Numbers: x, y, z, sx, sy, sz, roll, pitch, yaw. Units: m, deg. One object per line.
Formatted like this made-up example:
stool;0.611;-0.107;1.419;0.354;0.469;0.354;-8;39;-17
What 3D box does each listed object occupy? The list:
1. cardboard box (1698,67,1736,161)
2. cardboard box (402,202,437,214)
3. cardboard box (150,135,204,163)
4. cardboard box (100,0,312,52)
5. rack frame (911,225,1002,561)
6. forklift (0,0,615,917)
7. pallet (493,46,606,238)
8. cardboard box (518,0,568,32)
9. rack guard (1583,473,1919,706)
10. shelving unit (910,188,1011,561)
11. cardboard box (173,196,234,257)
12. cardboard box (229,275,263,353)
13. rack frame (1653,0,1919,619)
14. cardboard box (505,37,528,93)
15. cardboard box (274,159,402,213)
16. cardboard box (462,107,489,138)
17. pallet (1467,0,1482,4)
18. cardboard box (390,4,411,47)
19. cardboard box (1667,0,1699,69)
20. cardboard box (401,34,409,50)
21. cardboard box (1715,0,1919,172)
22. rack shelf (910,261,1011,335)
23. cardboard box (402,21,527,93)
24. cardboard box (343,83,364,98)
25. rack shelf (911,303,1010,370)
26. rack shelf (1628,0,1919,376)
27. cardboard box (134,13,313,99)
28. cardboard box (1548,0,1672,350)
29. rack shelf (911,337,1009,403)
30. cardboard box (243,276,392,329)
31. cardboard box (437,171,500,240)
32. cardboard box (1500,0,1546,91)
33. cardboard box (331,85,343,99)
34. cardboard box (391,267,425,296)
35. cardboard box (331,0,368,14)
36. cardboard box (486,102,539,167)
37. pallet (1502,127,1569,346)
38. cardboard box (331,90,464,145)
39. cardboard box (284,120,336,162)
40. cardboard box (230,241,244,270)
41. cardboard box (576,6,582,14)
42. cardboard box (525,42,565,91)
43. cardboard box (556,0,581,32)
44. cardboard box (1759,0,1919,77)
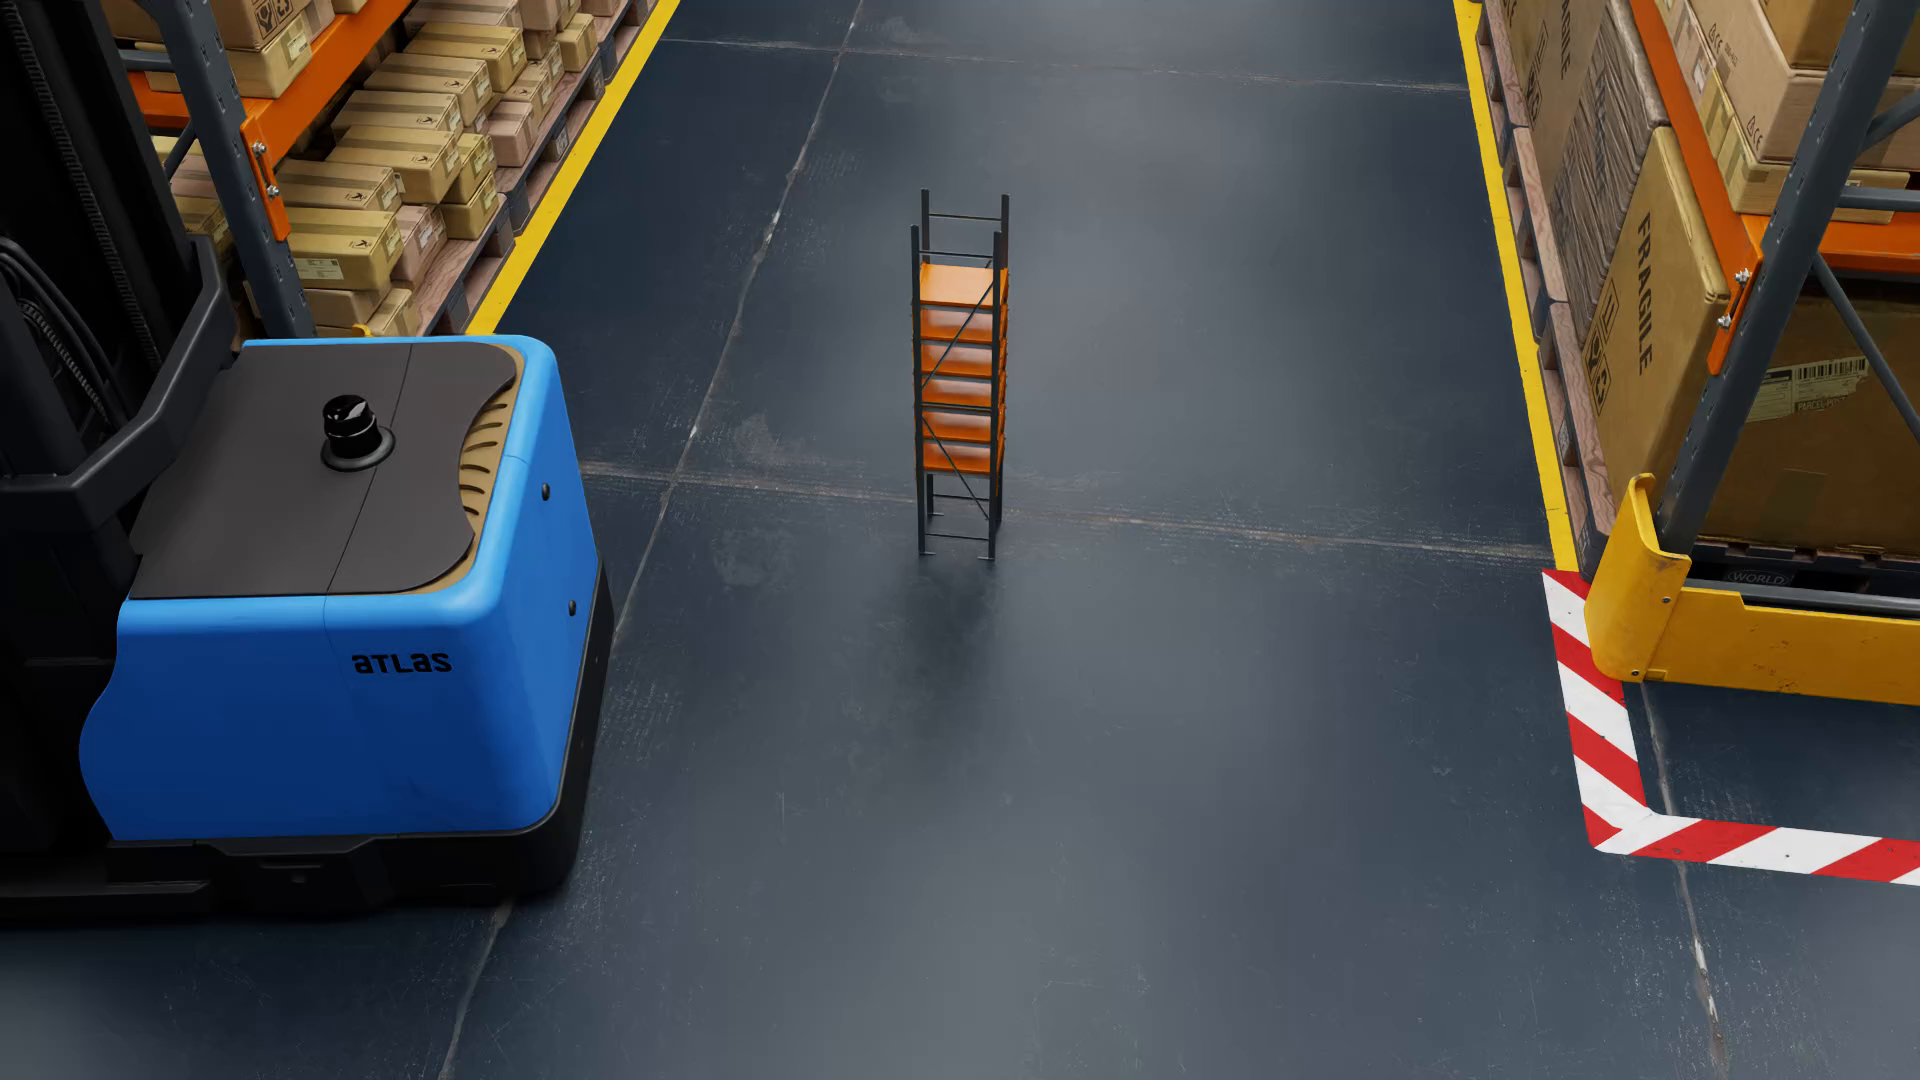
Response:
cardboard box;2.207;-1.126;4.440;0.380;0.149;0.250;6;44;6
cardboard box;-2.089;-1.202;5.890;0.380;0.149;0.250;6;44;6
cardboard box;-2.632;-1.358;5.838;0.380;0.149;0.250;4;44;5
cardboard box;-2.116;-1.712;4.588;0.500;0.500;0.500;7;44;7
rack frame;-0.010;-0.383;4.782;0.240;1.200;0.006;5;44;6
forklift;-2.516;-0.451;3.594;3.031;2.935;1.130;-1;43;-1
pallet;-2.133;-1.706;6.898;1.003;0.211;1.213;5;44;6
cardboard box;-1.809;-2.185;6.711;0.380;0.149;0.250;4;44;4
rack guard;2.451;0.157;4.721;1.175;0.500;0.348;5;44;6
shelving unit;0.002;-0.446;4.848;0.258;1.200;0.189;5;44;6
cardboard box;-2.630;-1.004;5.464;0.380;0.149;0.250;6;44;6
cardboard box;-2.586;-0.782;5.662;0.380;0.149;0.250;6;44;6
rack frame;2.454;-0.767;3.879;1.000;3.000;0.127;5;44;6
cardboard box;-1.966;-1.929;6.657;0.380;0.149;0.250;7;44;7
cardboard box;-2.126;-1.145;5.613;0.380;0.149;0.250;6;44;6
cardboard box;-2.006;-1.557;6.264;0.380;0.149;0.250;3;44;3
pallet;3.010;-3.014;8.279;1.003;0.211;1.213;5;44;6
cardboard box;-2.403;-2.068;6.587;0.380;0.149;0.250;5;44;6
cardboard box;2.276;-1.468;4.801;0.380;0.149;0.250;6;44;6
cardboard box;-2.421;-2.135;6.875;0.380;0.149;0.250;5;44;5
cardboard box;2.255;-1.175;4.202;0.500;0.250;0.500;5;44;5
rack shelf;0.002;-0.675;4.631;0.258;0.103;0.180;5;44;6
cardboard box;-1.889;-1.845;6.353;0.380;0.149;0.250;6;44;6
cardboard box;-2.487;-1.779;6.499;0.380;0.149;0.250;7;44;8
rack shelf;0.002;-0.588;4.713;0.258;0.103;0.180;5;44;6
rack shelf;2.718;-1.869;5.566;1.077;0.370;4.000;5;44;6
cardboard box;-2.082;-1.387;4.716;0.380;0.149;0.250;5;44;5
cardboard box;2.579;-1.212;5.588;0.875;0.875;0.875;5;44;6
rack shelf;0.002;-0.500;4.796;0.258;0.103;0.180;5;44;6
cardboard box;-2.126;-0.846;5.514;0.380;0.149;0.250;7;44;7
cardboard box;-1.941;-1.252;6.159;0.380;0.149;0.250;6;44;6
cardboard box;2.816;-2.432;6.877;0.875;0.875;0.875;5;44;6
cardboard box;-2.555;-1.717;6.217;0.380;0.149;0.250;7;44;7
cardboard box;-2.109;-0.918;5.806;0.380;0.149;0.250;5;44;5
cardboard box;-2.000;-1.742;5.091;0.380;0.149;0.250;4;44;4
cardboard box;-1.882;-1.597;6.523;0.380;0.149;0.250;3;44;3
pallet;2.646;-1.136;6.296;1.003;0.211;1.213;5;44;6
cardboard box;-2.015;-1.482;5.969;0.380;0.149;0.250;3;44;3
cardboard box;-2.458;-1.426;6.126;0.380;0.149;0.250;5;44;5
cardboard box;-2.574;-1.071;5.751;0.380;0.149;0.250;4;44;5
cardboard box;-1.878;-2.308;7.274;0.380;0.149;0.250;4;44;4
cardboard box;-1.872;-1.955;6.901;0.380;0.149;0.250;6;44;6
cardboard box;-1.833;-2.288;7.036;0.380;0.149;0.250;6;44;7
cardboard box;2.258;-1.449;3.946;0.500;0.500;0.500;6;44;6
